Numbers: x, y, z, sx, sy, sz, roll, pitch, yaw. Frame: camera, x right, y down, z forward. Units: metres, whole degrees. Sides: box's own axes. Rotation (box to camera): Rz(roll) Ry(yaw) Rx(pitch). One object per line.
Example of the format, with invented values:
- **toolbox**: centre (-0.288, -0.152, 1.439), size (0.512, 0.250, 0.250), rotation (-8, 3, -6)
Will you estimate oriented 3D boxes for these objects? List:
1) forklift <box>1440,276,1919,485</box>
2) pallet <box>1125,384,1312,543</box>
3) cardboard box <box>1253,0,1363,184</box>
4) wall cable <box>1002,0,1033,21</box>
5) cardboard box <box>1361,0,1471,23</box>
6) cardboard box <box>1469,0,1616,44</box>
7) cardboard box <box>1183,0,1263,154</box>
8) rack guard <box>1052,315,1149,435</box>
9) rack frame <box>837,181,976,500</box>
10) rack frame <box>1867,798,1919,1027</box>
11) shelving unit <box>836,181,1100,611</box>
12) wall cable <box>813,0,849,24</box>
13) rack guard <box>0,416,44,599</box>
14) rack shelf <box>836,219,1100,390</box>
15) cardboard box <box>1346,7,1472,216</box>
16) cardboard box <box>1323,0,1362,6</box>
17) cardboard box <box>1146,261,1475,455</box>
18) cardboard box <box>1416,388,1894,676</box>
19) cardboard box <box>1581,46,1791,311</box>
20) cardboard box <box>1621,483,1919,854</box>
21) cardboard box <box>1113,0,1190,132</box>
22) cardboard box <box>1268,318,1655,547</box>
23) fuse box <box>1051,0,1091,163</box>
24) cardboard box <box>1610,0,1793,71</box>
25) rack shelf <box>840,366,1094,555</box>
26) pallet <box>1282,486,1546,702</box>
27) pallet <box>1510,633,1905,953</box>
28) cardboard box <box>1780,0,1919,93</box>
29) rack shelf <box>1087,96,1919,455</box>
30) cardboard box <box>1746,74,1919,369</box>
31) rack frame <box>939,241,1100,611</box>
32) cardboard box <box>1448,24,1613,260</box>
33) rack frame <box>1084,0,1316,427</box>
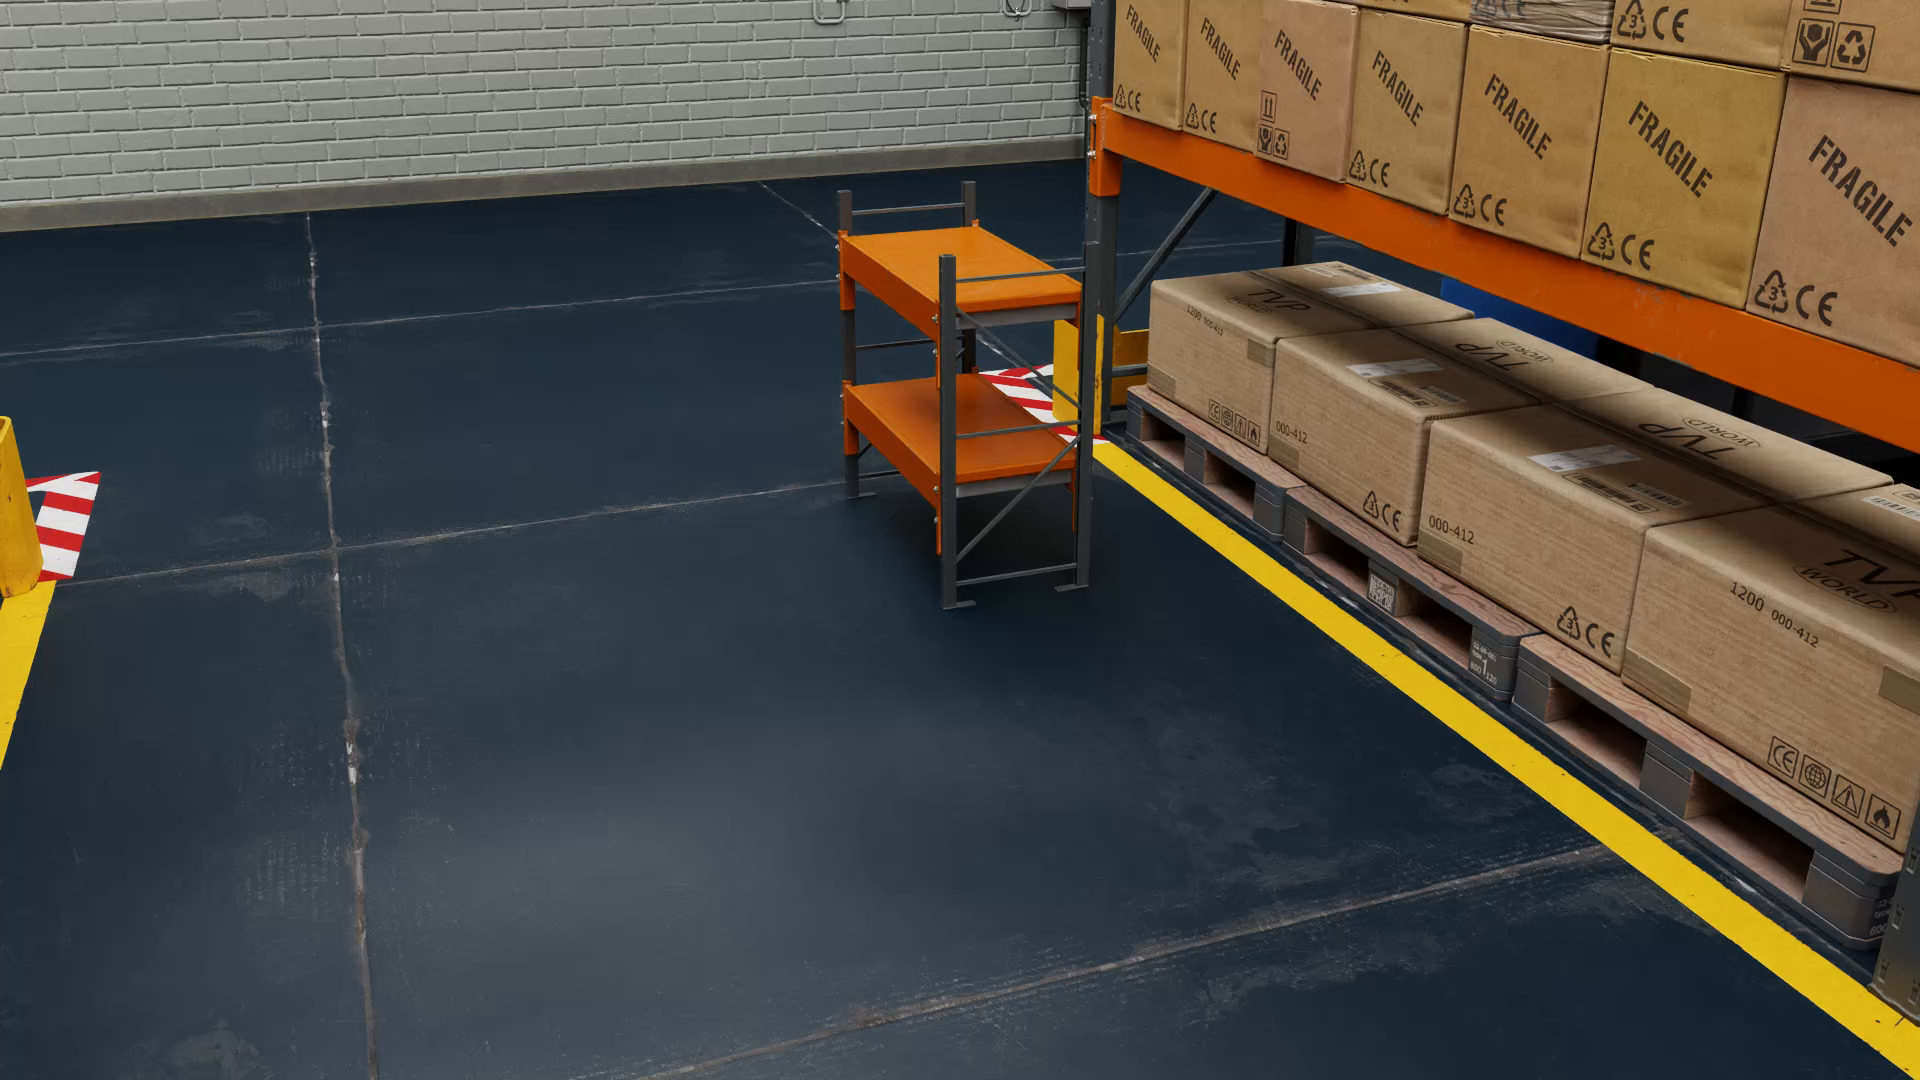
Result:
- **forklift**: centre (3.074, -1.587, 5.742), size (1.130, 2.935, 3.031), rotation (-8, 24, -19)
- **pallet**: centre (1.341, -0.369, 6.353), size (1.003, 0.211, 1.213), rotation (-8, 24, -19)
- **cardboard box**: centre (1.254, -1.398, 5.077), size (0.500, 0.500, 0.500), rotation (-8, 24, -19)
- **wall cable**: centre (0.294, -4.646, 11.603), size (0.588, 1.984, 0.122), rotation (-8, 24, -19)
- **cardboard box**: centre (1.444, -1.673, 4.441), size (0.500, 0.500, 0.500), rotation (-8, 24, -19)
- **cardboard box**: centre (1.613, -1.489, 4.006), size (0.500, 0.500, 0.500), rotation (-8, 24, -18)
- **cardboard box**: centre (1.091, -1.586, 5.521), size (0.500, 0.500, 0.500), rotation (-9, 24, -20)
- **rack guard**: centre (0.977, -0.790, 6.981), size (1.175, 0.500, 0.348), rotation (-8, 24, -19)
- **rack frame**: centre (-0.182, -0.705, 5.976), size (0.500, 1.125, 0.032), rotation (-8, 24, -19)
- **rack frame**: centre (2.399, -0.480, 3.027), size (1.000, 3.000, 0.127), rotation (-8, 24, -19)
- **shelving unit**: centre (-0.002, -0.521, 5.537), size (0.538, 1.125, 1.048), rotation (-8, 24, -19)
- **wall cable**: centre (-1.028, -4.462, 11.125), size (0.585, 1.953, 0.123), rotation (-8, 24, -19)
- **rack guard**: centre (-3.583, -0.038, 5.196), size (1.175, 0.500, 0.348), rotation (-8, 24, -19)
- **rack shelf**: centre (-0.002, -0.791, 5.424), size (0.538, 0.278, 1.000), rotation (-8, 24, -19)
- **cardboard box**: centre (1.447, -1.219, 4.650), size (0.500, 0.500, 0.500), rotation (-8, 24, -17)
- **cardboard box**: centre (1.267, -1.854, 4.870), size (0.500, 0.500, 0.500), rotation (-9, 24, -19)
- **cardboard box**: centre (1.312, -0.720, 6.355), size (0.875, 0.438, 0.875), rotation (-9, 25, -21)
- **cardboard box**: centre (1.960, -0.061, 4.790), size (0.875, 0.438, 0.875), rotation (-9, 25, -21)
- **cardboard box**: centre (1.809, -0.846, 3.766), size (0.500, 0.500, 0.500), rotation (-9, 24, -20)
- **cardboard box**: centre (2.277, 0.264, 4.019), size (0.875, 0.438, 0.875), rotation (-9, 24, -20)
- **cardboard box**: centre (0.886, -1.766, 5.948), size (0.500, 0.500, 0.500), rotation (-9, 24, -19)
- **cardboard box**: centre (1.643, -0.389, 5.568), size (0.875, 0.438, 0.875), rotation (-8, 24, -18)
- **fuse box**: centre (0.988, -3.620, 12.137), size (0.539, 1.711, 0.414), rotation (-8, 24, -19)
- **cardboard box**: centre (1.802, -1.306, 3.570), size (0.500, 0.500, 0.500), rotation (-9, 24, -20)
- **rack shelf**: centre (-0.002, -0.295, 5.632), size (0.538, 0.278, 1.000), rotation (-8, 24, -19)
- **pallet**: centre (1.768, 0.074, 5.303), size (1.003, 0.211, 1.213), rotation (-8, 24, -19)
- **pallet**: centre (2.203, 0.518, 4.249), size (1.003, 0.211, 1.213), rotation (-8, 24, -19)
- **cardboard box**: centre (1.974, -1.120, 3.130), size (0.500, 0.500, 0.500), rotation (-9, 24, -19)
- **rack shelf**: centre (1.692, -0.875, 4.890), size (1.077, 0.370, 4.000), rotation (-8, 24, -19)
- **cardboard box**: centre (1.996, -0.659, 3.324), size (0.500, 0.500, 0.500), rotation (-8, 24, -19)
- **rack frame**: centre (0.177, -0.336, 5.099), size (0.500, 1.125, 0.032), rotation (-8, 24, -19)
- **cardboard box**: centre (1.617, -1.026, 4.194), size (0.500, 0.500, 0.500), rotation (-9, 24, -20)
- **rack frame**: centre (0.986, -1.933, 6.475), size (1.000, 3.000, 0.127), rotation (-8, 24, -19)
